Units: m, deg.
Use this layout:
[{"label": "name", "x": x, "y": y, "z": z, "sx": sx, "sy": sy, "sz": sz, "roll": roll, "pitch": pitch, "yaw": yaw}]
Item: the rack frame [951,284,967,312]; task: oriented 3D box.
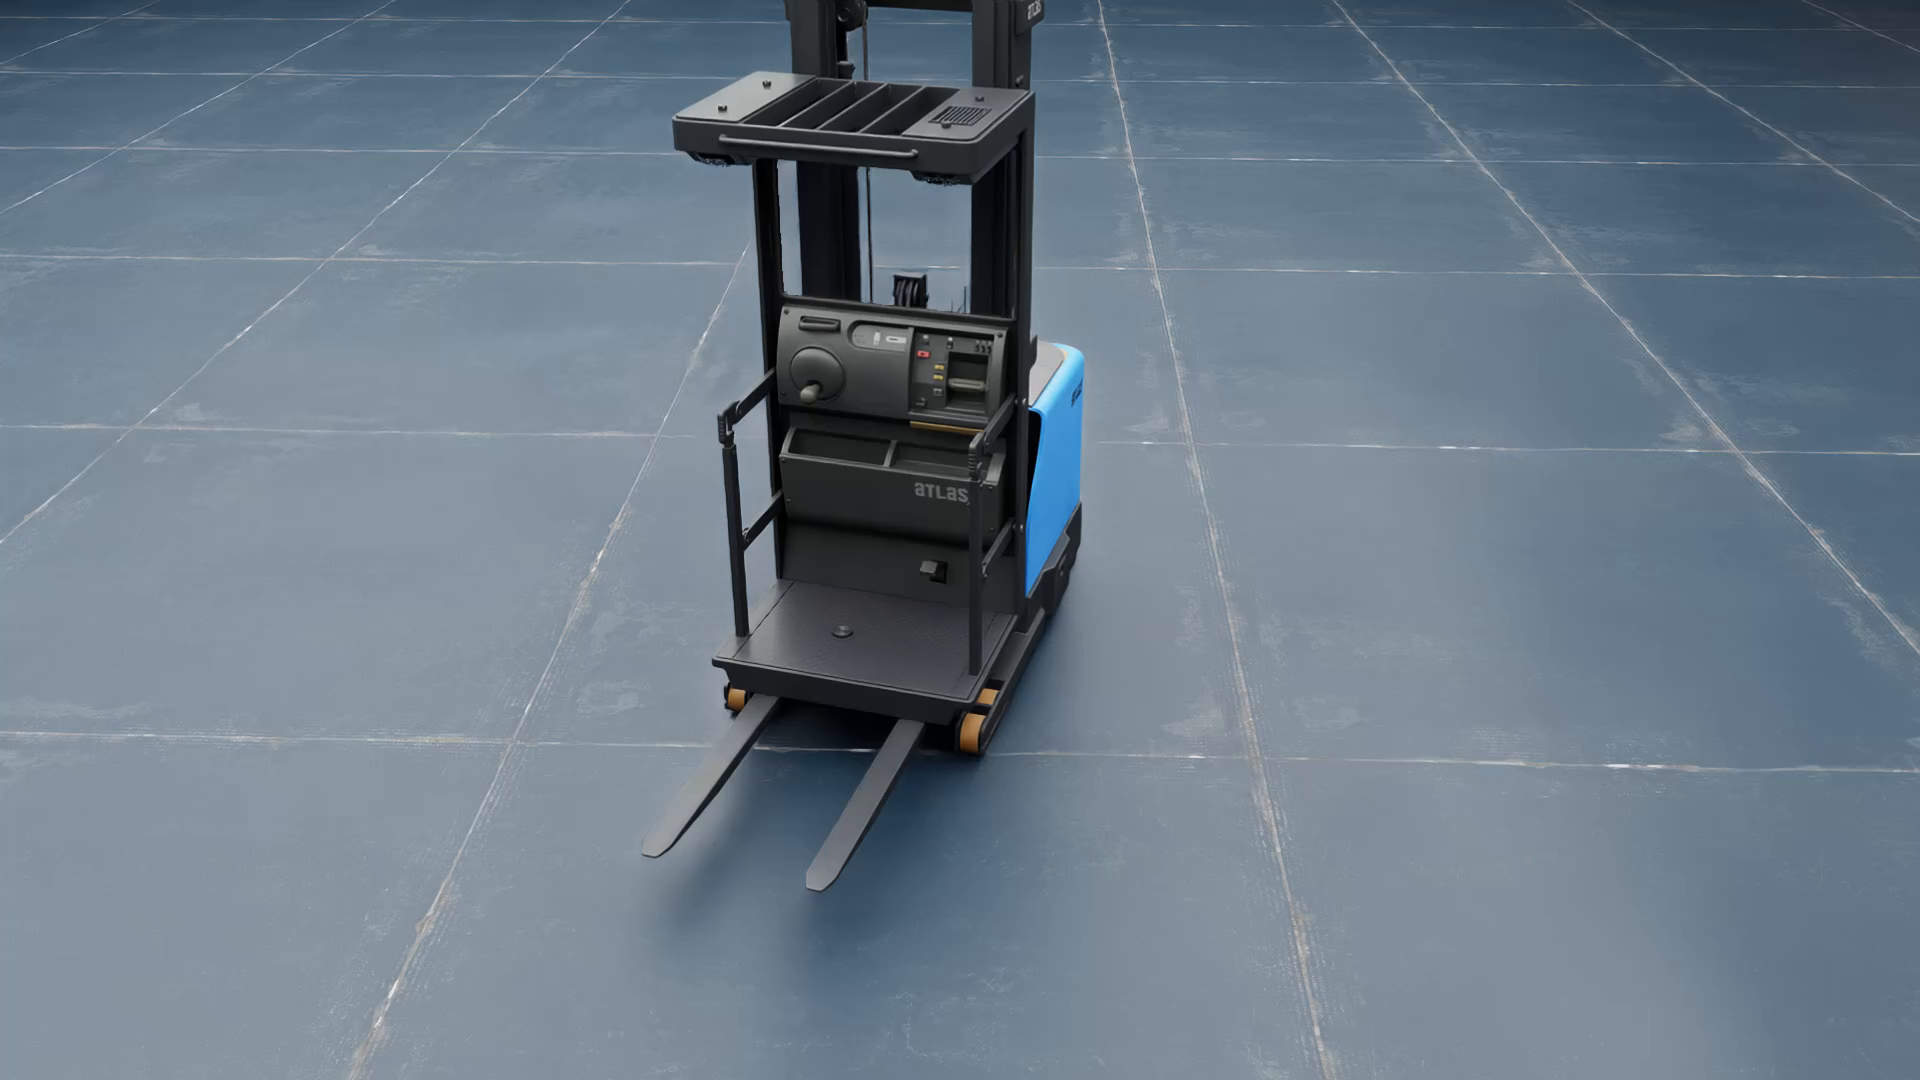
[{"label": "rack frame", "x": -0.003, "y": -0.650, "z": 8.194, "sx": 0.006, "sy": 1.200, "sz": 0.240, "roll": 8, "pitch": 29, "yaw": 15}]

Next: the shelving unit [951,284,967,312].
[{"label": "shelving unit", "x": 0.085, "y": -0.637, "z": 8.170, "sx": 0.189, "sy": 1.200, "sz": 0.258, "roll": 8, "pitch": 29, "yaw": 15}]

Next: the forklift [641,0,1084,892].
[{"label": "forklift", "x": -0.336, "y": -0.647, "z": 6.341, "sx": 1.130, "sy": 2.935, "sz": 3.031, "roll": 8, "pitch": 29, "yaw": 15}]
